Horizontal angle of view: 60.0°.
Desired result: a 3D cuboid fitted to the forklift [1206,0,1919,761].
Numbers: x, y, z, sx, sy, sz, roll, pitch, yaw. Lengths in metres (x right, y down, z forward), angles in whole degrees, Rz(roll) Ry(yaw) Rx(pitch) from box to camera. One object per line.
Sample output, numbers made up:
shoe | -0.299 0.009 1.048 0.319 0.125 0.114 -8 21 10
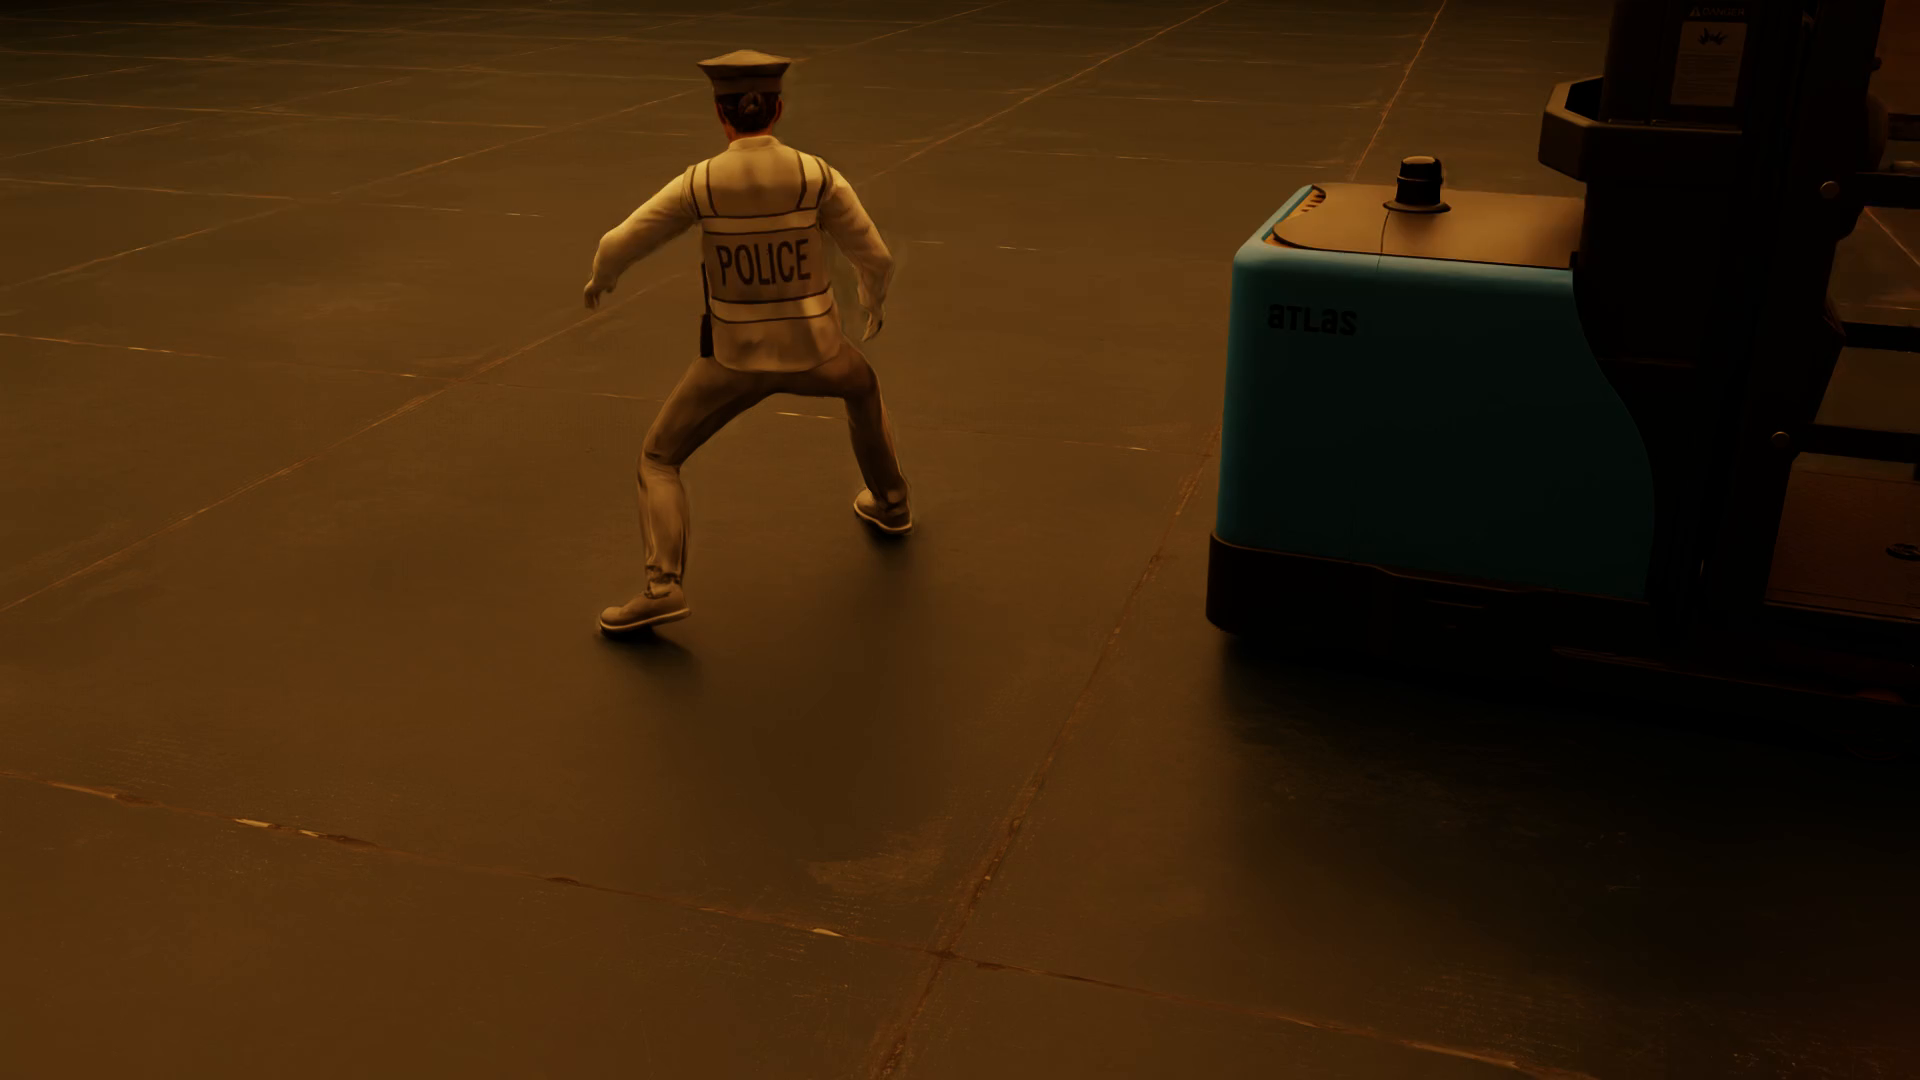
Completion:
forklift | 2.228 -1.044 3.807 3.031 2.935 1.130 8 24 19

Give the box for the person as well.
person | -0.570 -0.583 4.588 0.927 1.493 0.865 -4 23 -9
